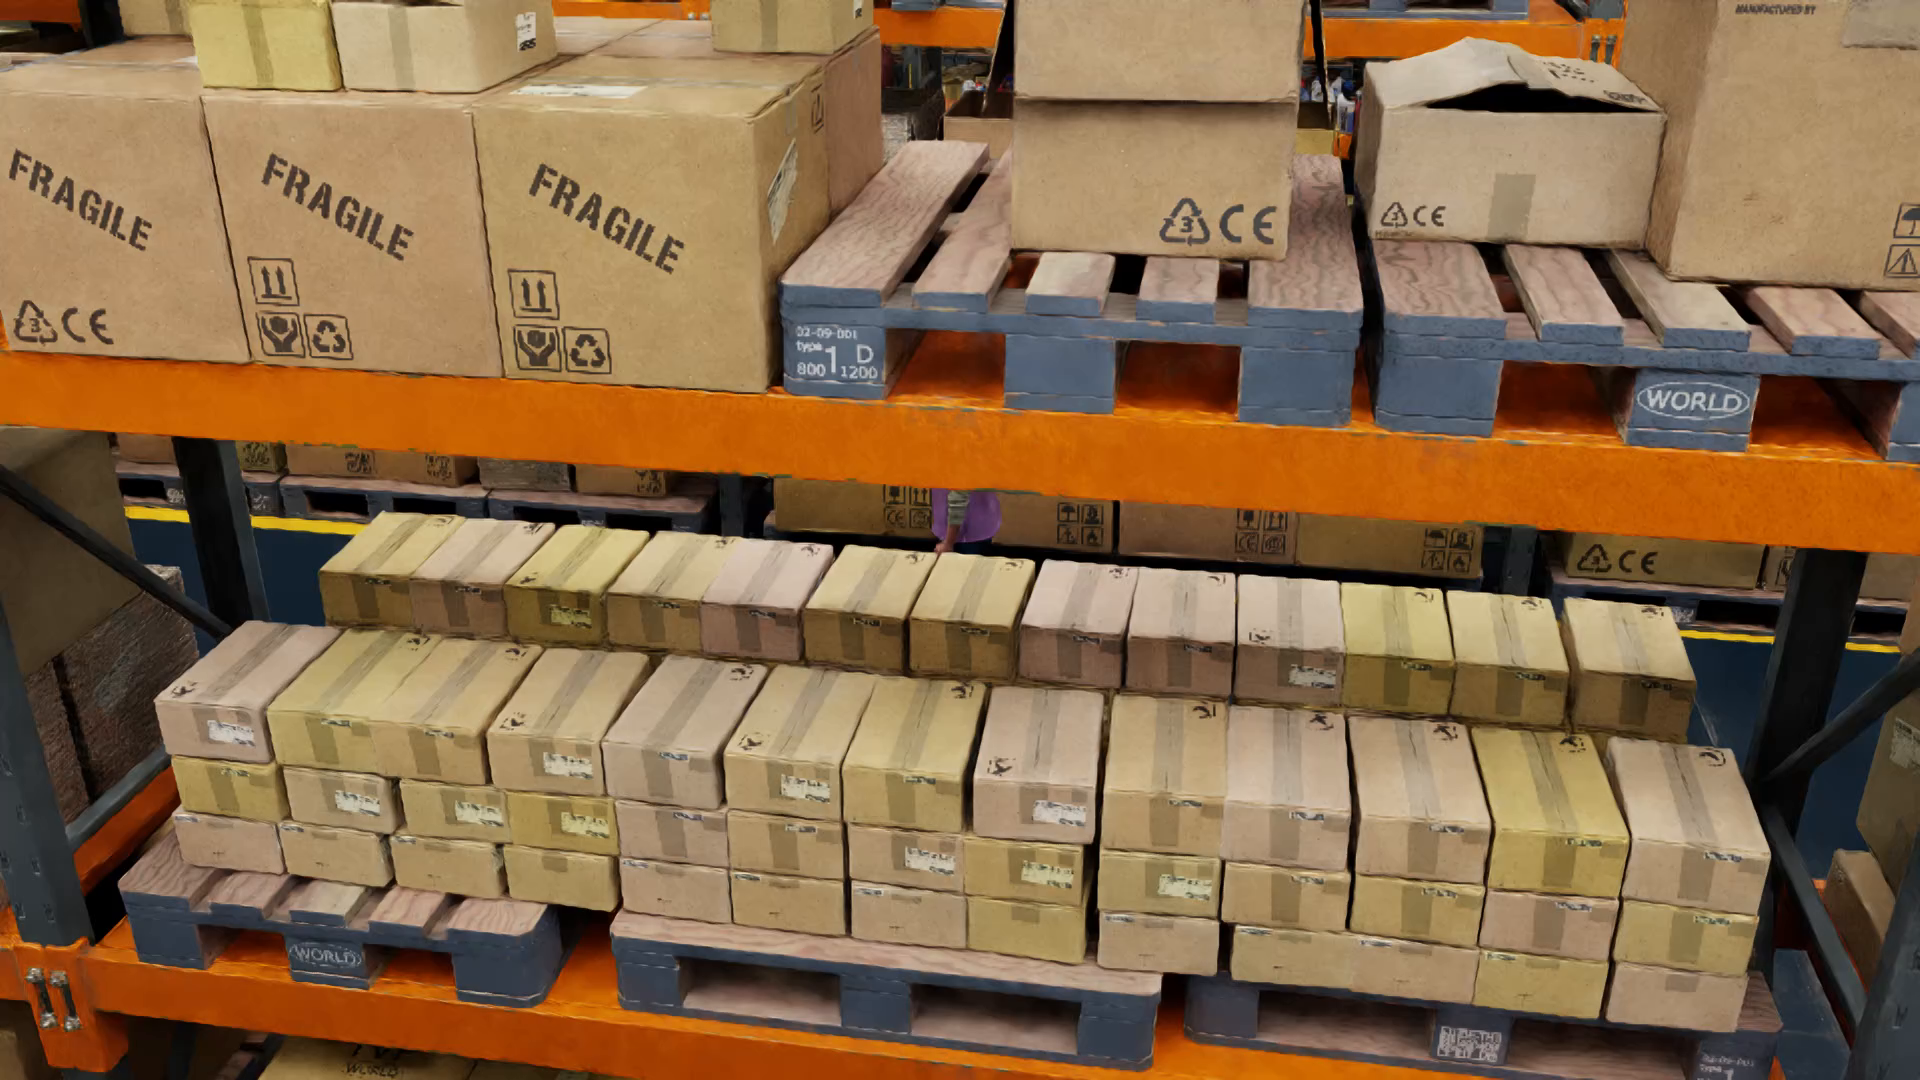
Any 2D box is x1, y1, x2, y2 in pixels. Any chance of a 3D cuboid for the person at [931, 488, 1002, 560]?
[{"bbox_3d":[0.025,-0.036,7.205,0.299,1.594,0.407,5,26,11],"label":"person"}]
